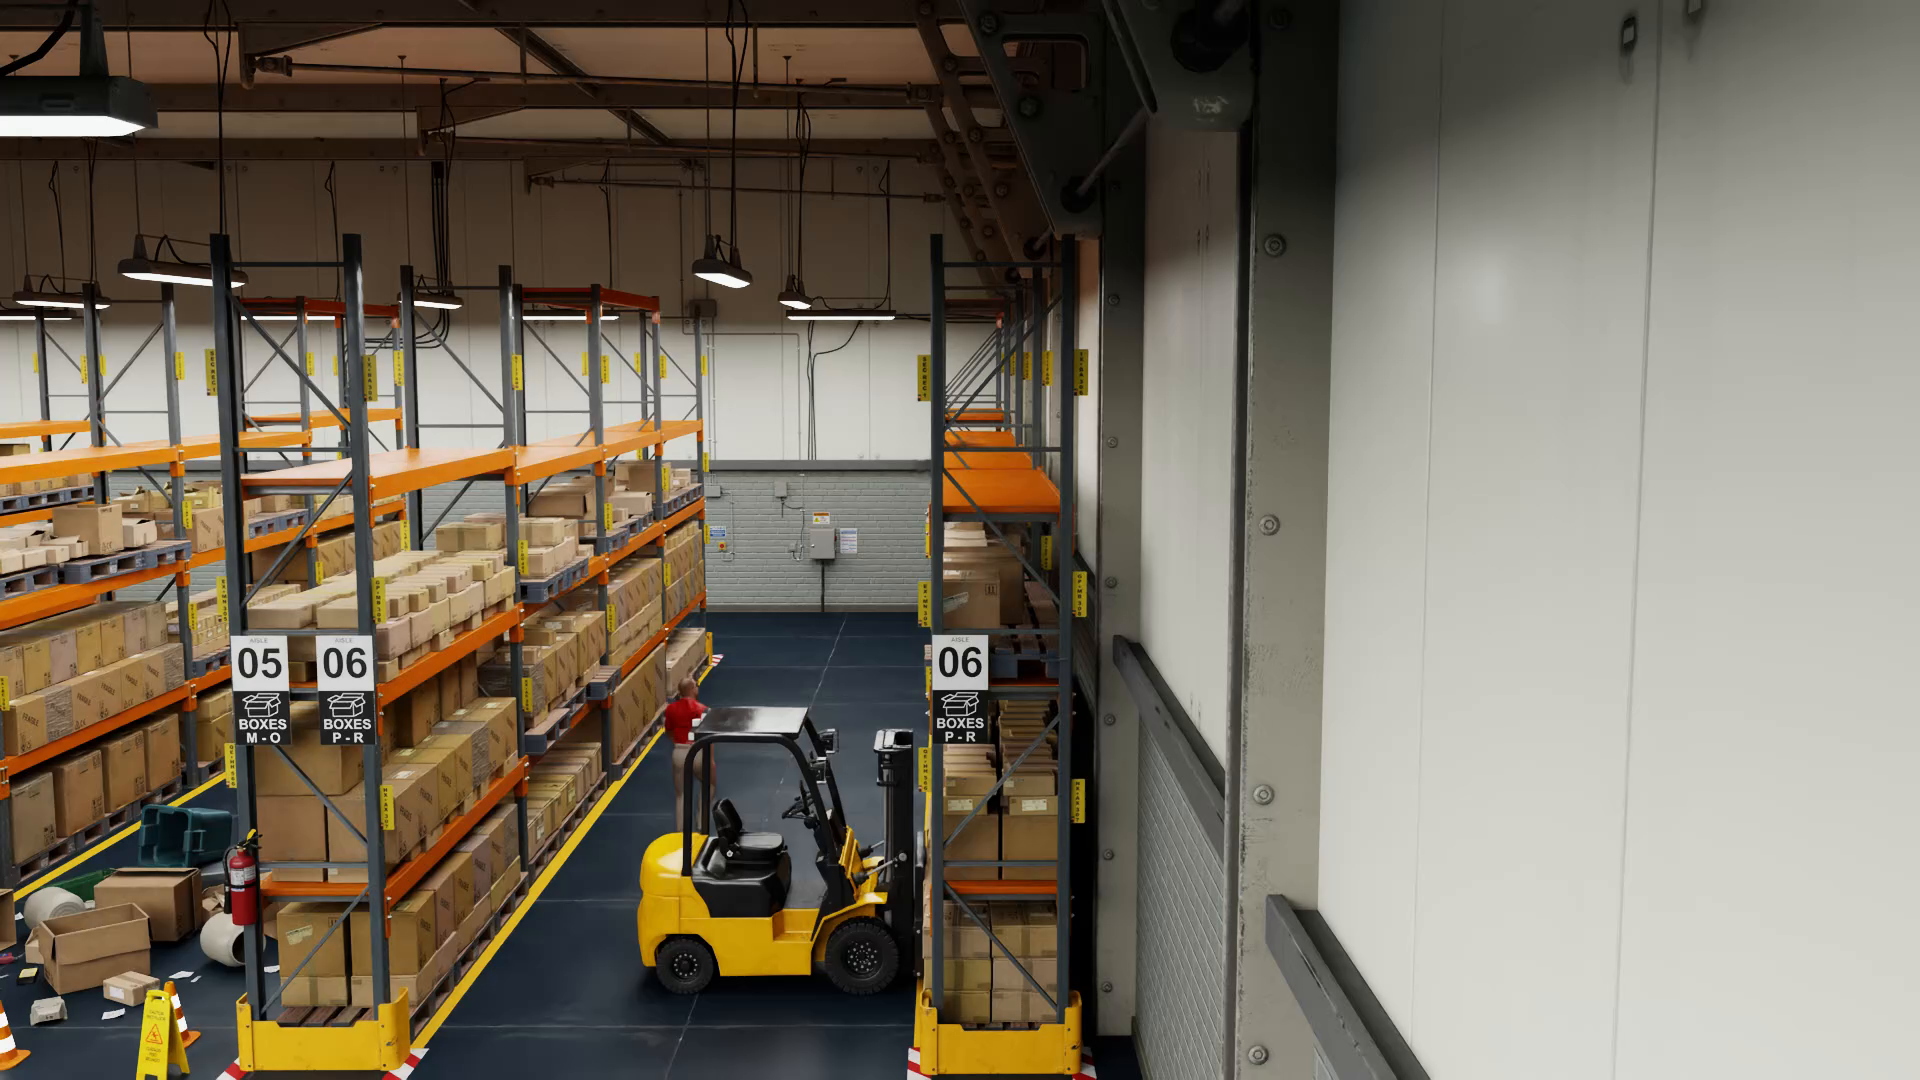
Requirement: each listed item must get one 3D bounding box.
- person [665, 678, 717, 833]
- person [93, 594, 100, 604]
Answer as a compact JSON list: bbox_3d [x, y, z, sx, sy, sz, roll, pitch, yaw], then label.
[{"bbox_3d":[-2.739,2.274,17.017,0.566,1.758,0.776,0,6,2],"label":"person"},{"bbox_3d":[-12.620,1.643,24.470,0.783,1.814,0.936,0,6,-1],"label":"person"}]
